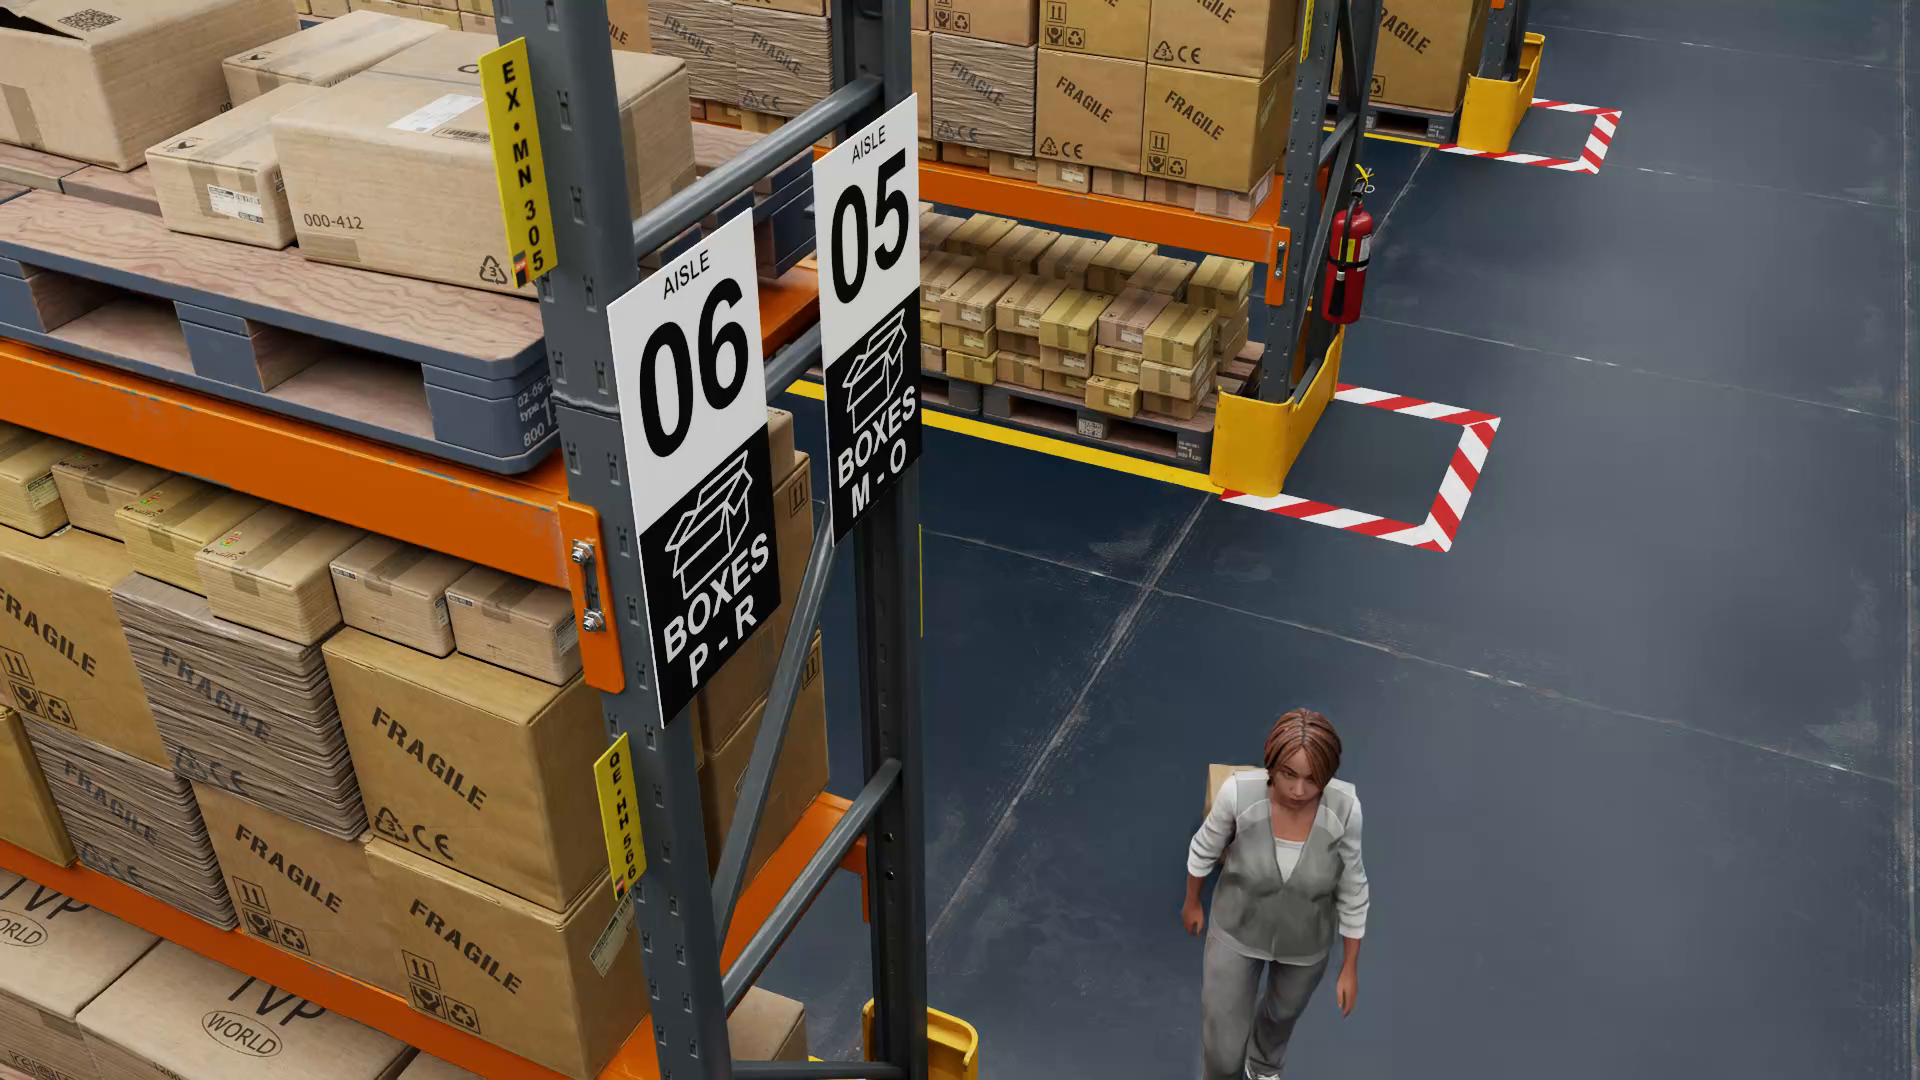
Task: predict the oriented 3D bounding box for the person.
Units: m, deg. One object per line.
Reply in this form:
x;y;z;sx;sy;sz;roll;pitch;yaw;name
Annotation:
0.843;1.086;4.536;0.466;1.615;0.478;2;34;4;person
